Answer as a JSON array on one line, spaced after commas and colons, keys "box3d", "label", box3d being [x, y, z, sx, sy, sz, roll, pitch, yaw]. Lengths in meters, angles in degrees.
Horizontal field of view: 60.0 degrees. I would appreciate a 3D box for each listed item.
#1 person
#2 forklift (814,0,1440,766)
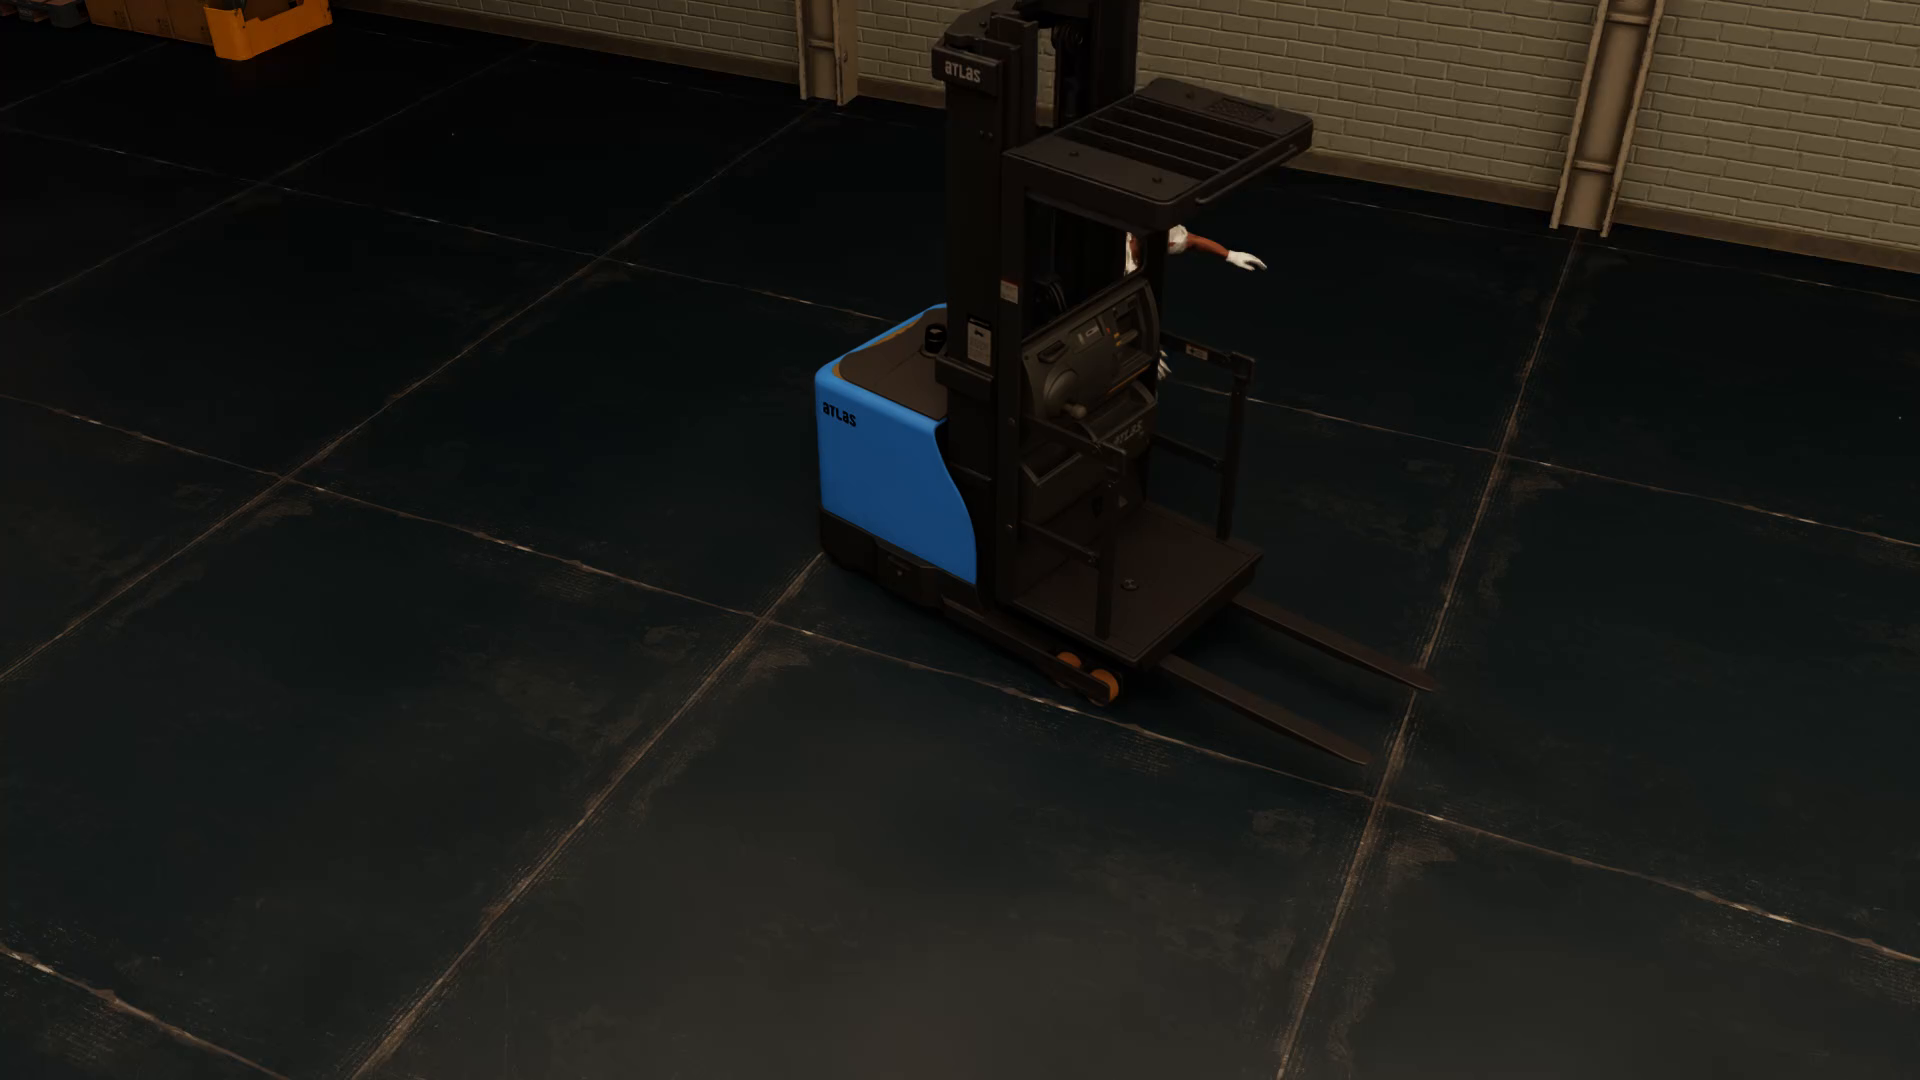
[{"box3d": [0.913, -1.025, 8.731, 0.874, 1.480, 1.463, 20, 40, 25], "label": "person"}, {"box3d": [0.743, -0.788, 7.191, 3.031, 2.935, 1.130, 26, 43, 31], "label": "forklift"}]
